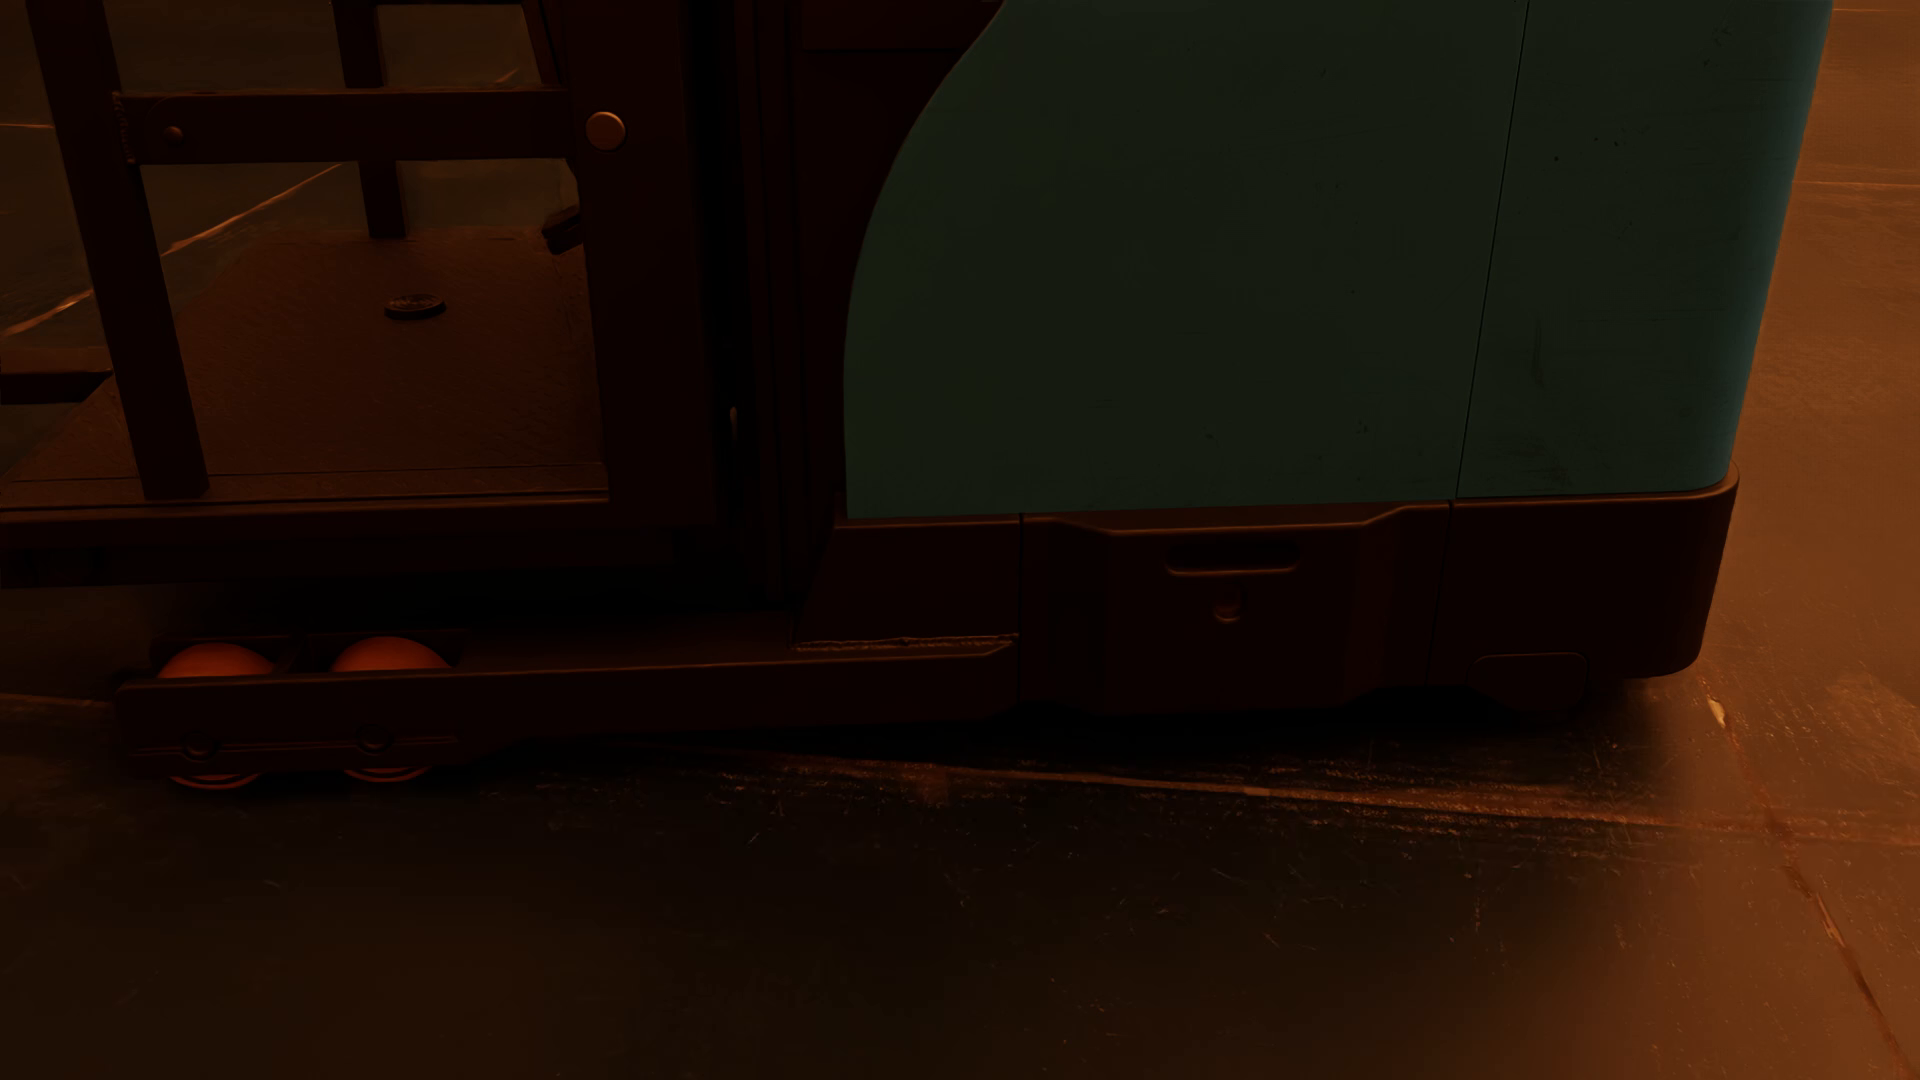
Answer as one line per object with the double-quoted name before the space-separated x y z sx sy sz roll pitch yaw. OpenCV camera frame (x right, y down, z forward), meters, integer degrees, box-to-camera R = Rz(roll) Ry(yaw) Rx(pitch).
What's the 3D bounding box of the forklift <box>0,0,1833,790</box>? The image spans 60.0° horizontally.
"forklift" -0.615 -1.268 1.758 3.031 2.935 1.130 -2 27 -4
